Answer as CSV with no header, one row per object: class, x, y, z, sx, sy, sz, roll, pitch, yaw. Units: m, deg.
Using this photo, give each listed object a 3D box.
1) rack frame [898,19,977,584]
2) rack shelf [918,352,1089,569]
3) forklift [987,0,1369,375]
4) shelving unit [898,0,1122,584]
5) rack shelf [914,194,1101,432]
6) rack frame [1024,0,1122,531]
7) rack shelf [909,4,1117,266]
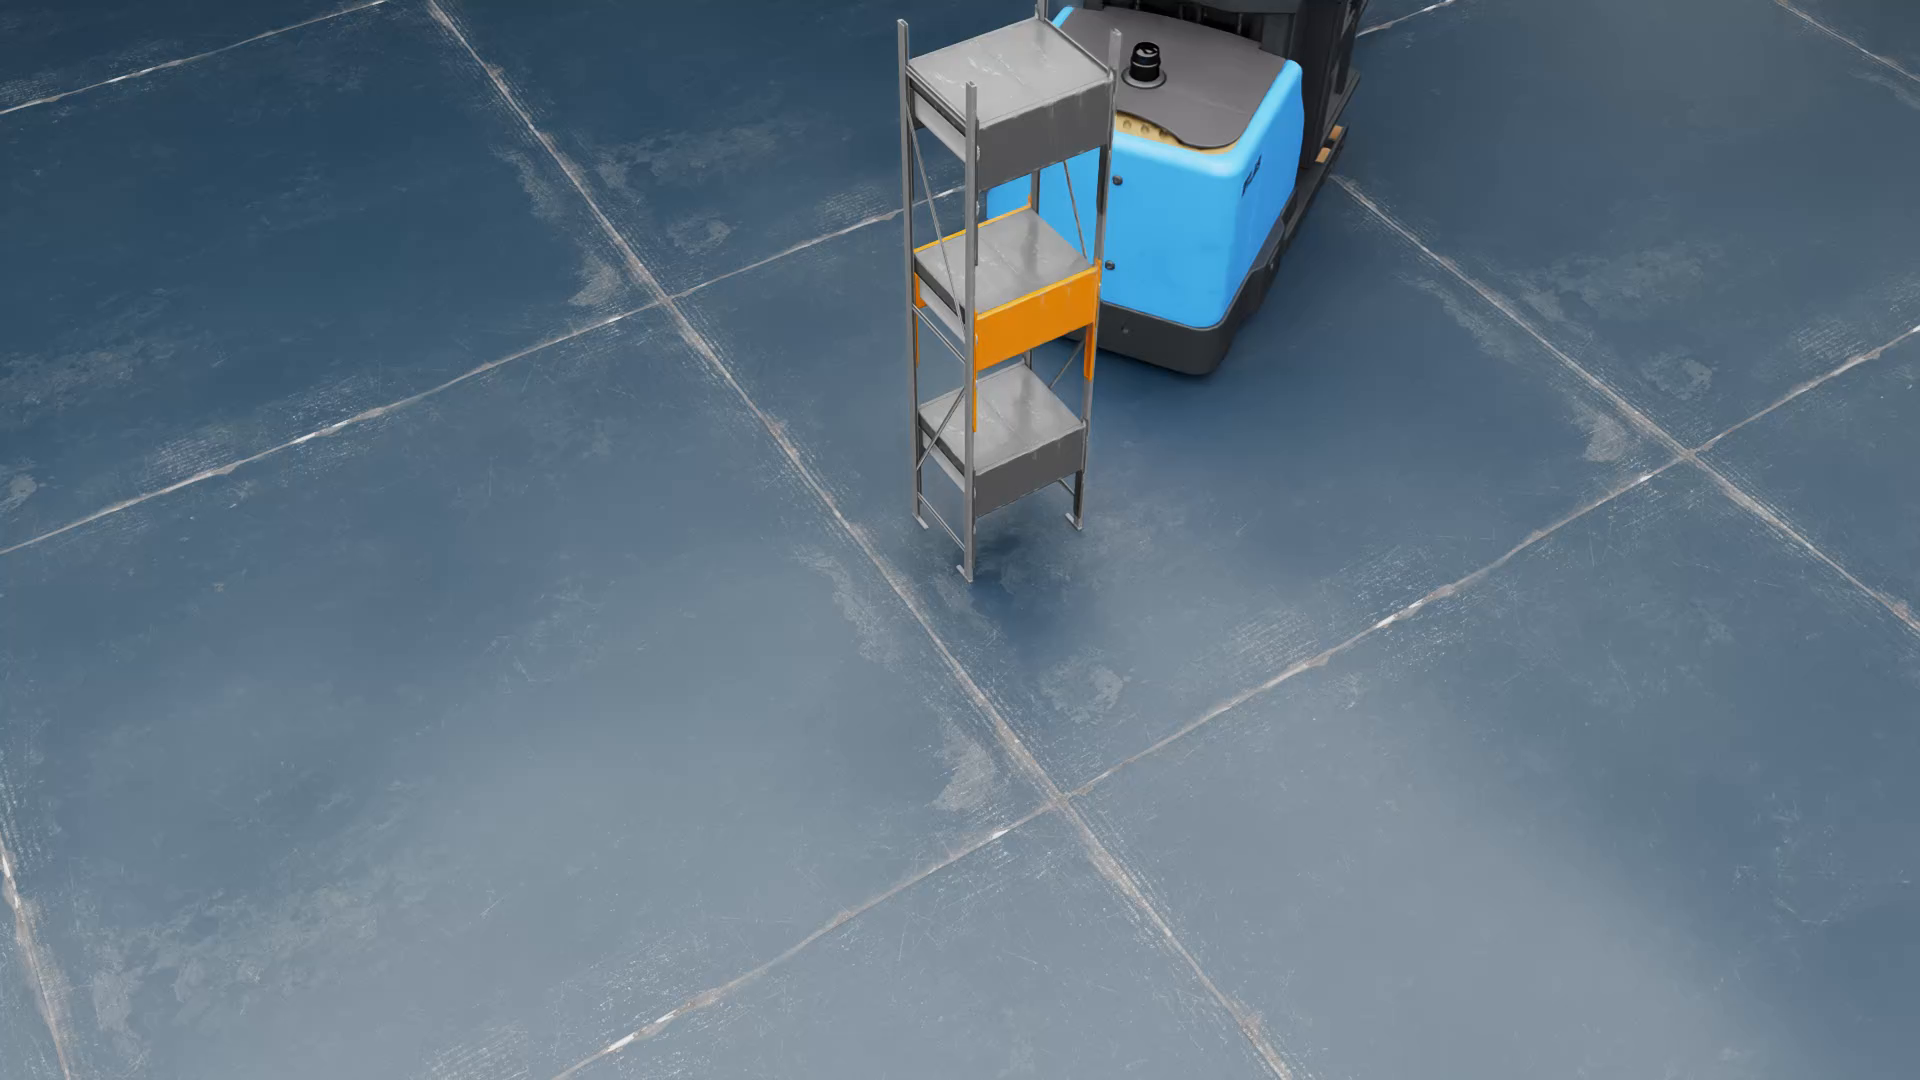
rack frame,-0.066,-0.667,5.438,0.015,2.100,0.400,-25,53,-21
rack shelf,0.140,-0.290,6.058,0.480,0.518,0.431,-25,53,-21
forklift,1.173,-2.761,6.746,1.130,2.935,3.031,19,51,16
shelving unit,0.140,-0.764,5.525,0.503,2.100,0.431,-25,53,-21
rack shelf,0.140,-0.755,5.535,0.480,0.518,0.431,-25,53,-21
rack frame,0.346,-0.861,5.611,0.015,2.100,0.400,-25,53,-21
rack shelf,0.140,-1.221,5.012,0.480,0.518,0.431,-25,53,-21
